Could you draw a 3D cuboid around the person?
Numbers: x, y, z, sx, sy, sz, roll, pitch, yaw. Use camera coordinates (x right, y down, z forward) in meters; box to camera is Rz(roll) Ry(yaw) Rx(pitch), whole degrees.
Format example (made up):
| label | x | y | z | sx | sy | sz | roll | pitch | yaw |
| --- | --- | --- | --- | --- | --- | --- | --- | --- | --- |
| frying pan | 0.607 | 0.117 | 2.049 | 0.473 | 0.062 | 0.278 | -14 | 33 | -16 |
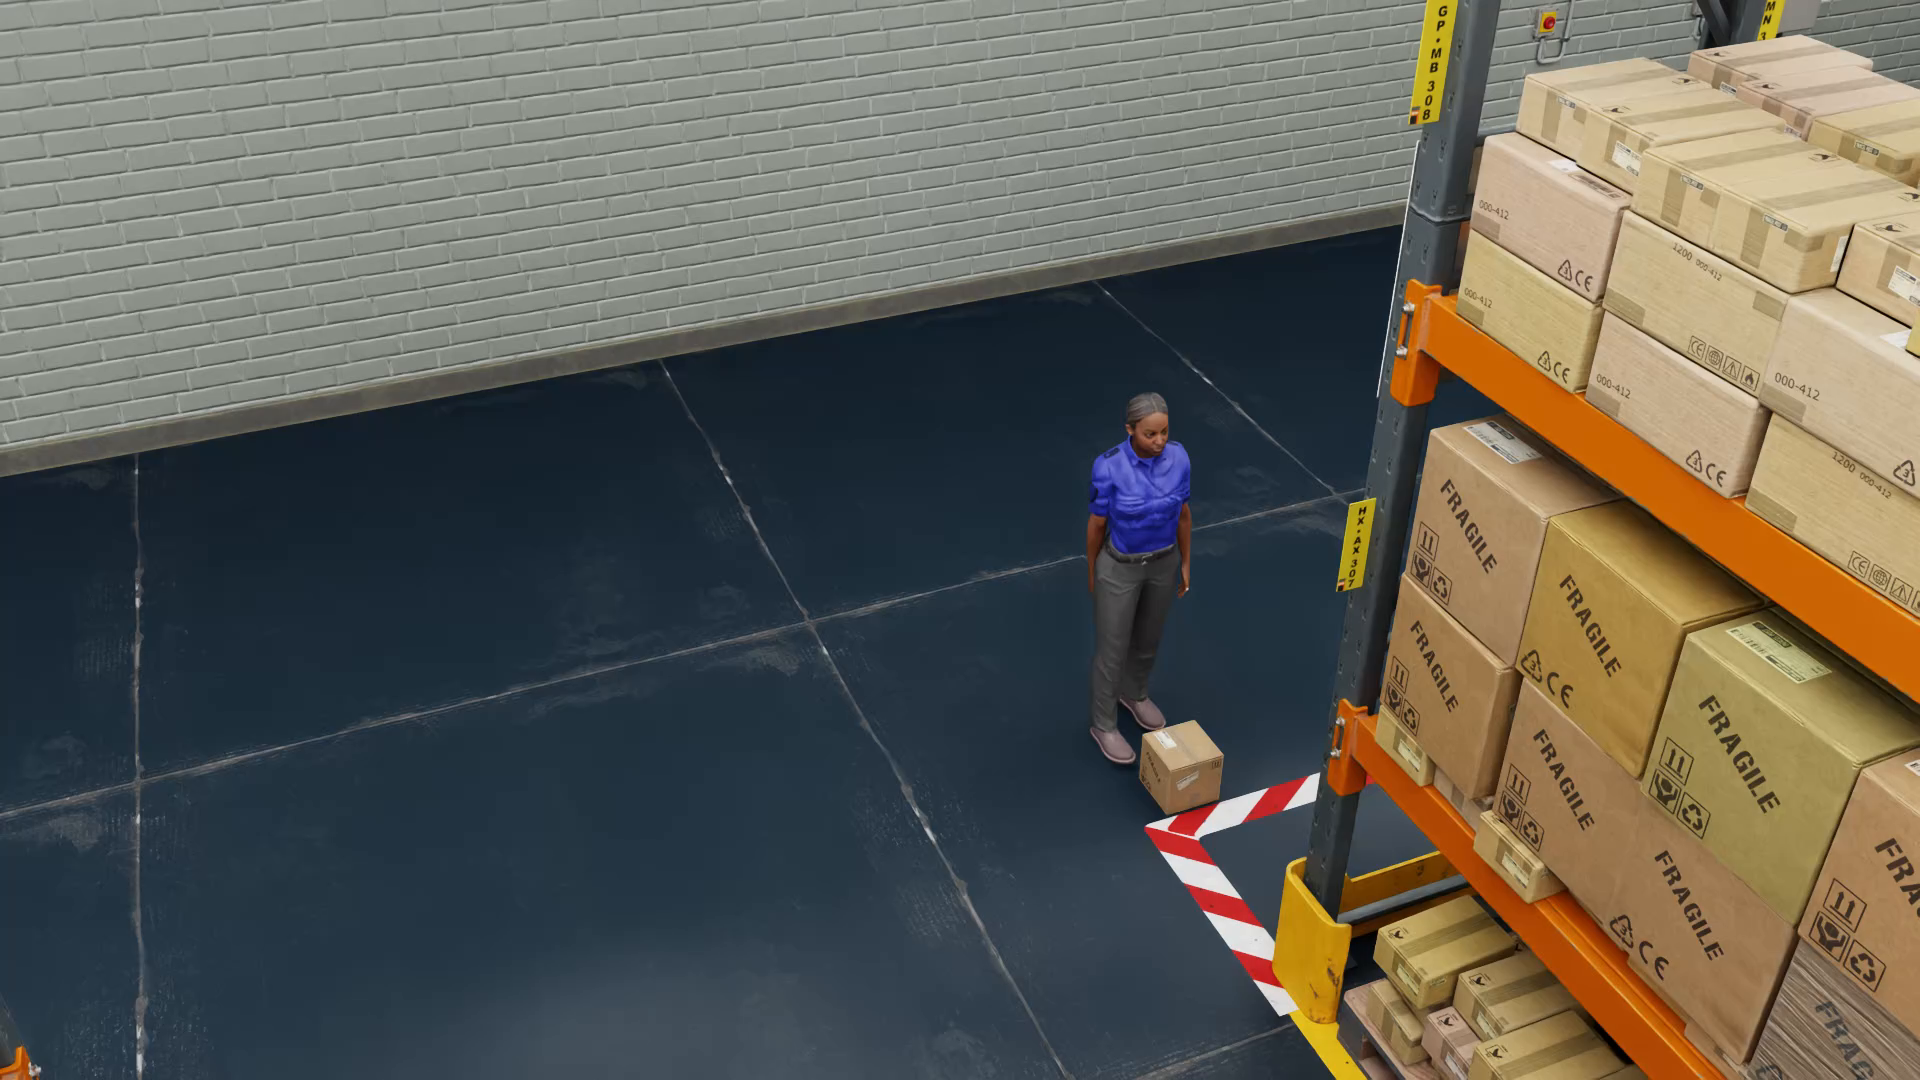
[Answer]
| label | x | y | z | sx | sy | sz | roll | pitch | yaw |
| --- | --- | --- | --- | --- | --- | --- | --- | --- | --- |
| person | 0.774 | 0.149 | 6.918 | 0.449 | 1.657 | 0.452 | -12 | 36 | -18 |
